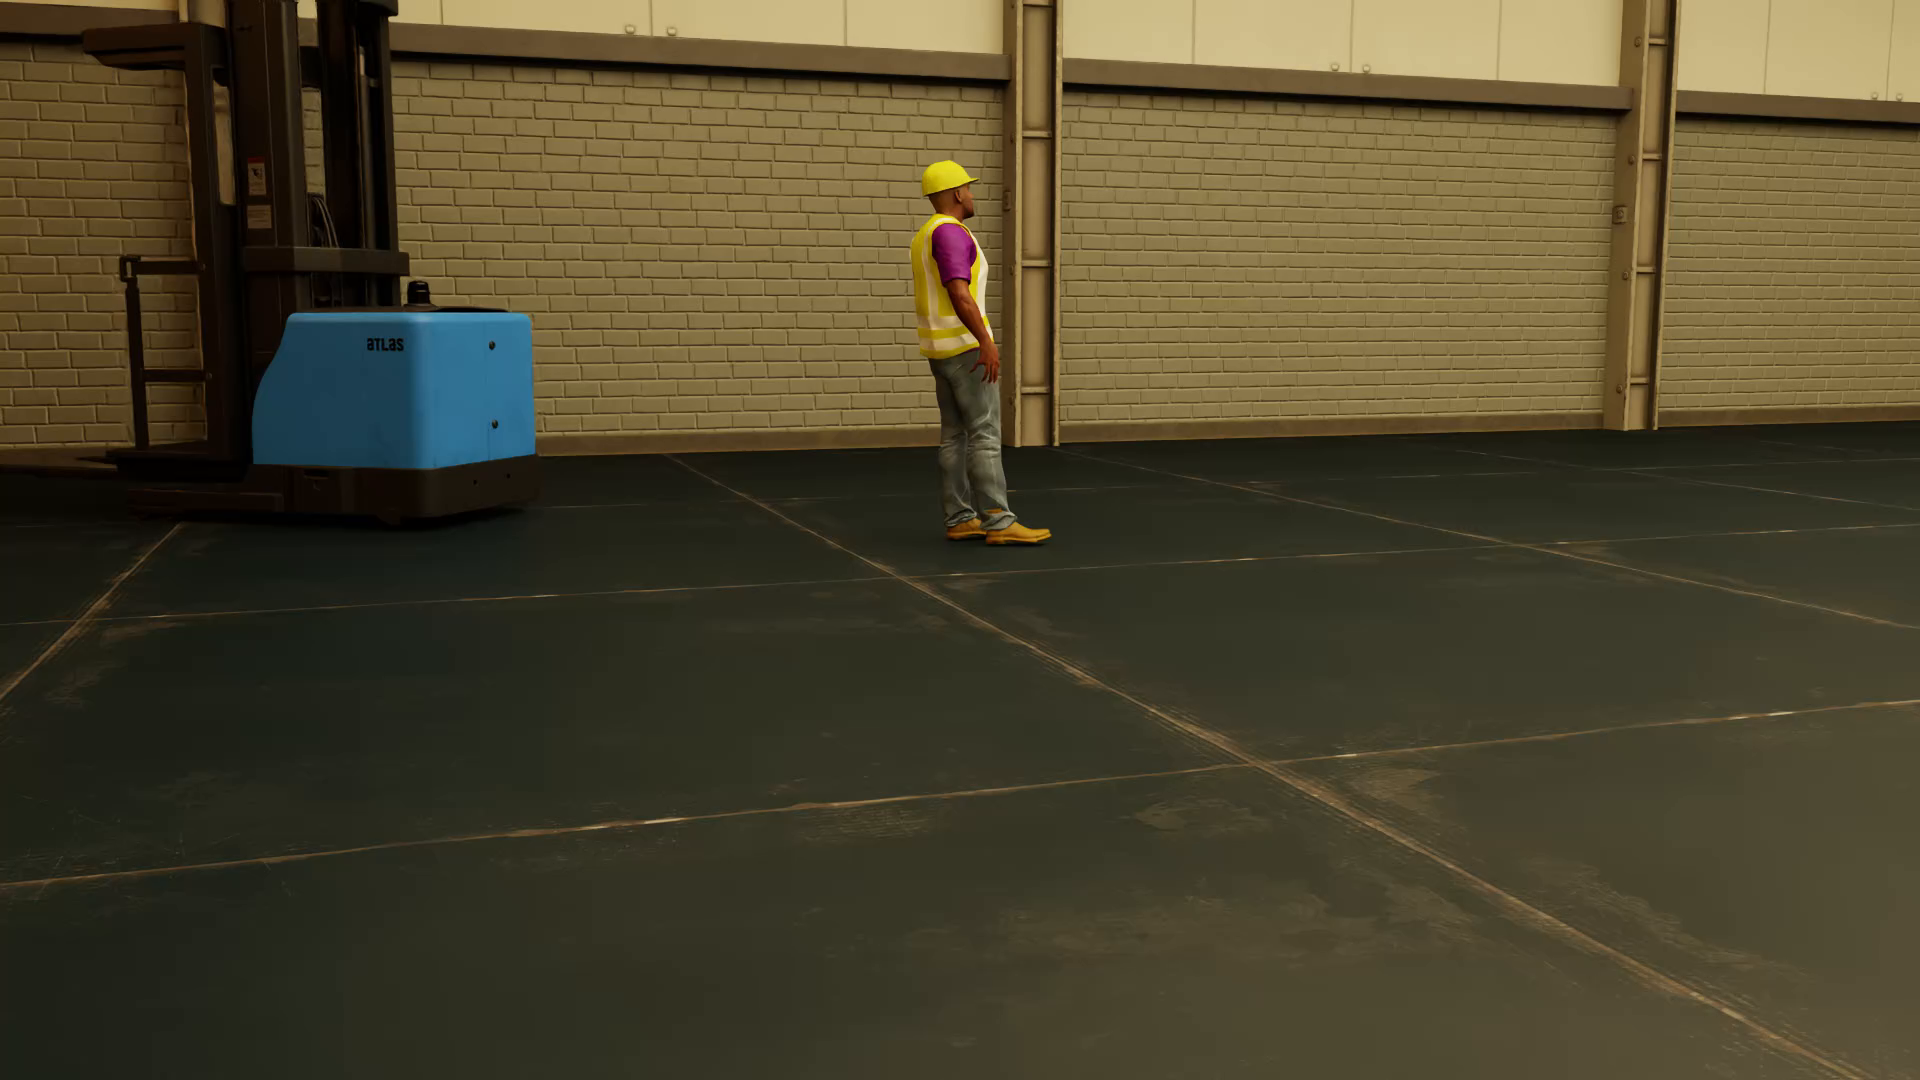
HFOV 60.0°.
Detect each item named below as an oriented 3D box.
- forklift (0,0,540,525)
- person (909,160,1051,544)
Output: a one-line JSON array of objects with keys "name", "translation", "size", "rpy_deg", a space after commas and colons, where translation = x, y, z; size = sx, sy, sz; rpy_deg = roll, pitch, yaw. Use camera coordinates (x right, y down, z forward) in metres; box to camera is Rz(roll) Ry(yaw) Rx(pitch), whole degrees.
[{"name": "forklift", "translation": [-3.870, -1.617, 8.936], "size": [3.031, 2.935, 1.130], "rpy_deg": [3, 8, 18]}, {"name": "person", "translation": [0.067, -0.885, 7.820], "size": [0.577, 1.765, 0.666], "rpy_deg": [-3, 8, -18]}]
